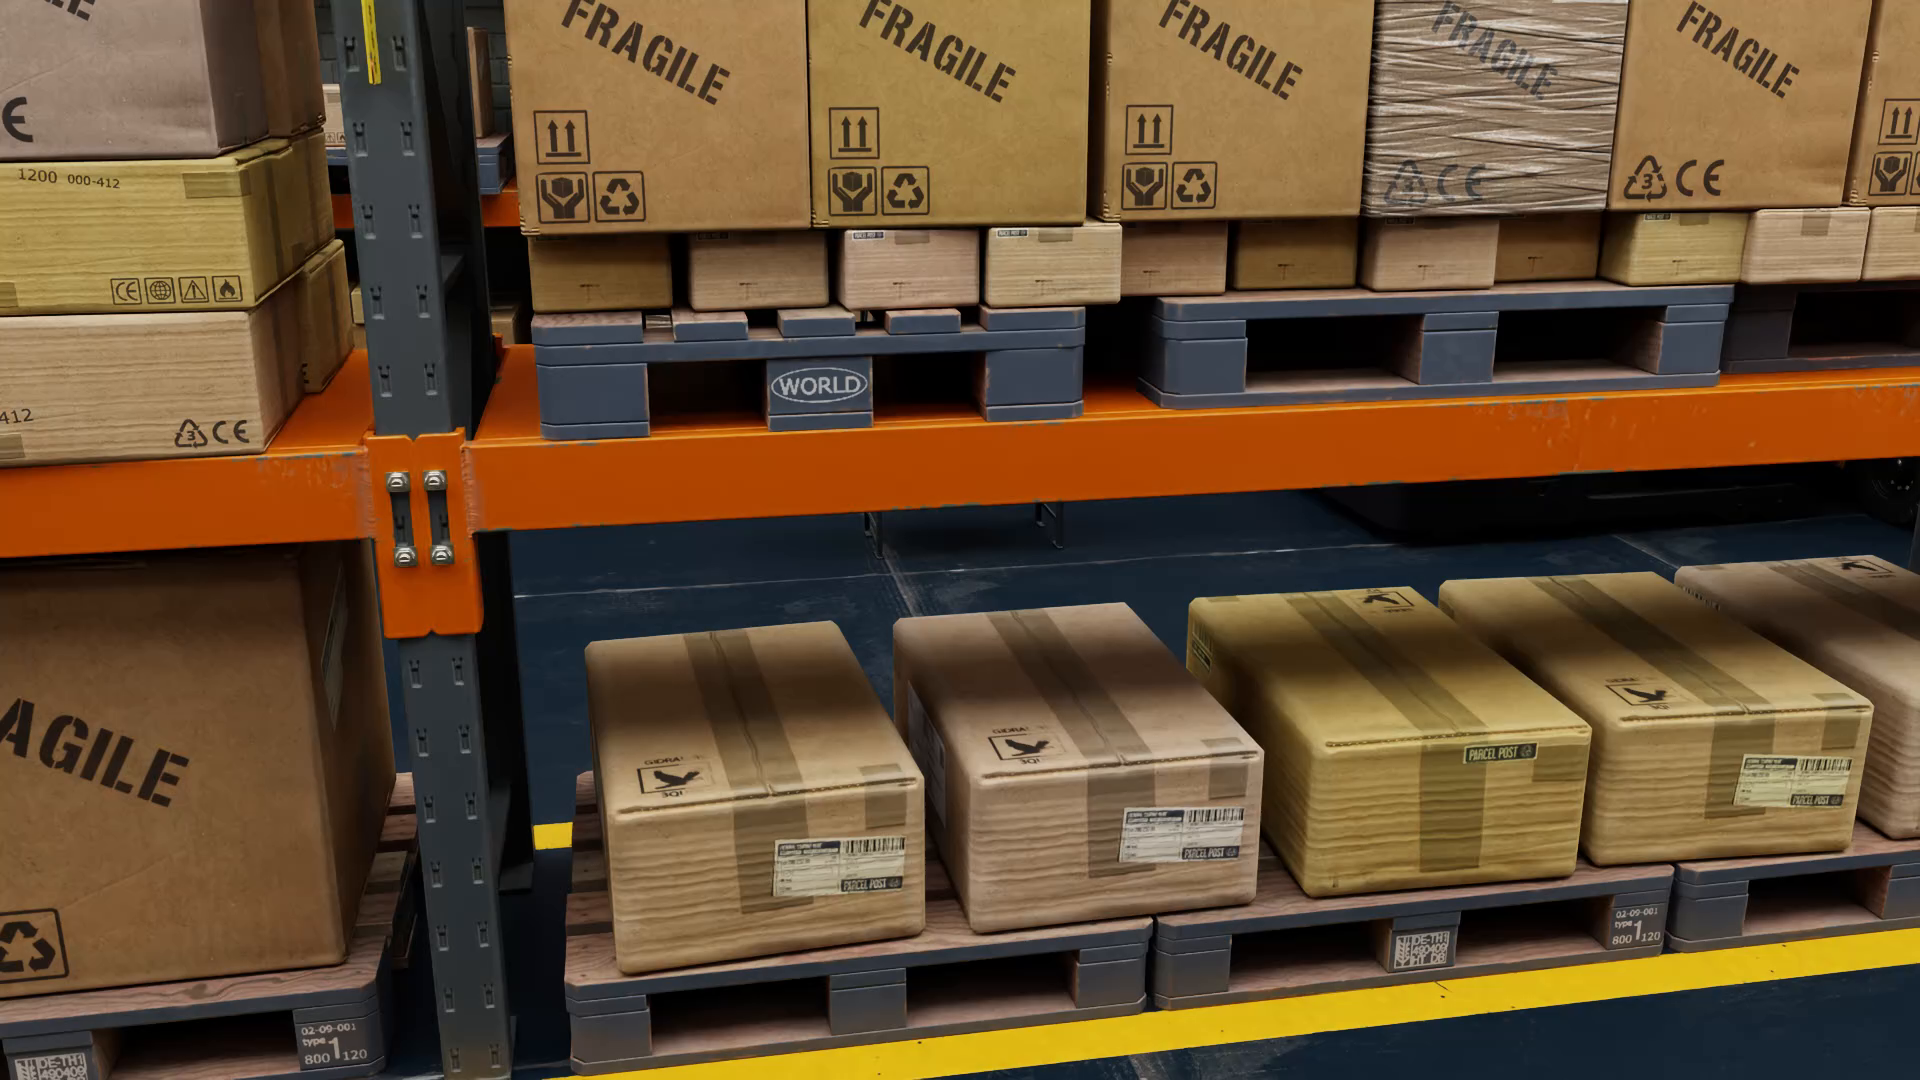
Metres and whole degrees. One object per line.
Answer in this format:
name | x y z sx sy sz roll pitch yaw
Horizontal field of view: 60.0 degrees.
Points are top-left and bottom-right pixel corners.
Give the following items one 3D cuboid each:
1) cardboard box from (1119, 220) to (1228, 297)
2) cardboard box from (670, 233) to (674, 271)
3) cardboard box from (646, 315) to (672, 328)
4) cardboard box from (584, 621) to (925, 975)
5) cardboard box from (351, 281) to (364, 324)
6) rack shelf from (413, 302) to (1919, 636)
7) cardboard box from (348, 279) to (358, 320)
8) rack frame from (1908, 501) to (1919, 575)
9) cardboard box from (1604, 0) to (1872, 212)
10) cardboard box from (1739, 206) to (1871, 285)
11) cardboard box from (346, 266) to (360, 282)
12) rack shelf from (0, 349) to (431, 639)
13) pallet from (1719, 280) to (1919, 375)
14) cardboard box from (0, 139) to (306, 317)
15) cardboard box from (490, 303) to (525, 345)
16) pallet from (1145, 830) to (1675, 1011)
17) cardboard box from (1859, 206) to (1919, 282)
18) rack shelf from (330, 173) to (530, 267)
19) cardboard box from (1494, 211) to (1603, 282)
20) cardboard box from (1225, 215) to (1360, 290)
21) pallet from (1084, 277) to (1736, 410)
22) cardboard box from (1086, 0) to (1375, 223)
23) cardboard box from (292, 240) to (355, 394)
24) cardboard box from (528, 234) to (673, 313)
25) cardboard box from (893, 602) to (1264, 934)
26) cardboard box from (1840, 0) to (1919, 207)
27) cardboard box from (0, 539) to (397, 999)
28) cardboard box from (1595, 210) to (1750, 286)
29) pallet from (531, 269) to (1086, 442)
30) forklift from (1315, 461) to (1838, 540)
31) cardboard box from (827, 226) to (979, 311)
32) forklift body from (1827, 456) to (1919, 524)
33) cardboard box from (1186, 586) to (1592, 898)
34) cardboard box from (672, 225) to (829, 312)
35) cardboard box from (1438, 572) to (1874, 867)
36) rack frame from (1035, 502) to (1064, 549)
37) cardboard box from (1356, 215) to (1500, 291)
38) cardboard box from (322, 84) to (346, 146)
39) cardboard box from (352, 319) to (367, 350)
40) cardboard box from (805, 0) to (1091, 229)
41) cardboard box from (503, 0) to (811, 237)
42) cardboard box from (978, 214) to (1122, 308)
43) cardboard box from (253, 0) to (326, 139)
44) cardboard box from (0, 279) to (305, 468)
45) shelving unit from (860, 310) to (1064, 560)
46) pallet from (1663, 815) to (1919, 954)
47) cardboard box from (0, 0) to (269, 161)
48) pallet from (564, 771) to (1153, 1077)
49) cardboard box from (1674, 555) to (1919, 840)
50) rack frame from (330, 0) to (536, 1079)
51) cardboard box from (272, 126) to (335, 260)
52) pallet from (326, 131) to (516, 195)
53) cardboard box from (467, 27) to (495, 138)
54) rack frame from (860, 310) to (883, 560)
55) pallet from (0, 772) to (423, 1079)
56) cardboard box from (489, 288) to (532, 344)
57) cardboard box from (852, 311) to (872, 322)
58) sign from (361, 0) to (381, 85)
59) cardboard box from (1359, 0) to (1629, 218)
cardboard box | 0.364 -0.594 3.348 0.250 0.149 0.380 -2 17 -7
cardboard box | -0.521 -0.698 3.687 0.250 0.149 0.380 -3 17 -10
cardboard box | -1.378 -1.022 8.360 0.625 0.625 0.875 -3 17 -9
cardboard box | -0.491 0.532 3.732 0.625 0.372 0.950 -4 18 -14
cardboard box | -2.692 -1.117 7.777 0.250 0.149 0.380 -4 18 -13
rack shelf | 0.916 -0.263 3.783 4.000 0.370 1.077 -3 17 -10
cardboard box | -2.959 -1.115 7.771 0.250 0.149 0.380 -4 17 -12
rack frame | 2.880 -0.718 4.040 0.127 3.000 1.000 -3 17 -10
cardboard box | 1.475 -0.962 3.442 0.500 0.500 0.500 -3 17 -9
cardboard box | 1.669 -0.641 3.502 0.250 0.149 0.380 -3 17 -10
cardboard box | -3.059 -1.259 8.238 0.250 0.149 0.380 -3 17 -10
rack shelf | -3.011 -0.040 3.058 4.000 0.370 1.077 -3 17 -10
pallet | 2.102 -0.626 4.067 1.213 0.211 1.003 -3 17 -10
cardboard box | -1.475 -0.562 2.937 0.500 0.250 0.500 -3 17 -11
cardboard box | -2.367 -0.846 8.000 0.500 0.500 0.500 -3 17 -9
pallet | 0.915 0.728 4.083 1.213 0.211 1.003 -3 17 -10
cardboard box | 1.918 -0.656 3.552 0.250 0.149 0.380 -4 17 -11
rack shelf | -3.957 -1.471 7.716 4.000 0.370 1.077 -3 17 -10
cardboard box | 1.144 -0.653 3.540 0.250 0.149 0.380 -4 17 -12
cardboard box | 0.634 -0.621 3.436 0.250 0.149 0.380 -3 17 -8
pallet | 0.888 -0.526 3.741 1.213 0.211 1.003 -3 17 -10
cardboard box | 0.469 -0.907 3.263 0.500 0.500 0.500 -3 17 -10
cardboard box | -1.576 -0.469 3.484 0.500 0.250 0.500 -4 17 -11
cardboard box | -0.693 -0.540 3.175 0.250 0.149 0.380 -4 18 -14
cardboard box | 0.232 0.488 3.874 0.625 0.372 0.950 -4 17 -12
cardboard box | 1.983 -0.989 3.530 0.500 0.500 0.500 -3 17 -10
cardboard box | -1.742 0.334 3.518 0.875 0.875 0.875 -3 17 -11
cardboard box | 1.423 -0.638 3.492 0.250 0.149 0.380 -3 17 -10
pallet | -0.368 -0.474 3.572 1.003 0.211 1.213 -3 17 -10
forklift | 3.068 -1.618 7.087 3.031 2.935 1.130 -4 18 -14
cardboard box | -0.132 -0.548 3.201 0.250 0.149 0.380 -4 18 -14
forklift body | 4.346 -1.334 7.492 1.214 2.155 2.313 -3 17 -10
cardboard box | 0.978 0.448 4.006 0.625 0.372 0.950 -3 17 -9
cardboard box | -0.409 -0.546 3.194 0.250 0.149 0.380 -4 18 -14
cardboard box | 1.660 0.408 4.134 0.625 0.372 0.950 -2 17 -7
rack frame | 0.366 -0.738 6.659 0.023 1.500 0.400 -3 17 -10
cardboard box | 0.903 -0.616 3.422 0.250 0.149 0.380 -3 17 -9
cardboard box | -2.967 -1.903 7.438 0.500 0.250 0.500 -4 18 -13
cardboard box | -2.861 -0.821 7.919 0.500 0.500 0.500 -4 17 -11
cardboard box | -0.052 -0.875 3.161 0.500 0.500 0.500 -2 17 -8
cardboard box | -0.562 -0.844 3.059 0.500 0.500 0.500 -4 17 -12
cardboard box | 0.142 -0.558 3.231 0.250 0.149 0.380 -3 17 -10
cardboard box | -1.578 -1.064 3.294 0.500 0.500 0.500 -4 17 -12
cardboard box | -1.495 -0.320 3.002 0.500 0.250 0.500 -4 17 -12
shelving unit | 0.007 -0.717 6.593 0.755 1.500 0.431 -3 17 -10
pallet | 2.116 0.659 4.307 1.213 0.211 1.003 -3 17 -10
cardboard box | -1.506 -0.917 2.814 0.500 0.500 0.500 -4 17 -12
pallet | -0.280 0.795 3.865 1.213 0.211 1.003 -3 17 -10
cardboard box | 2.365 0.367 4.267 0.625 0.372 0.950 -3 17 -10
rack frame | -1.048 -0.495 3.315 0.127 3.000 1.000 -3 17 -10
cardboard box | -1.592 -0.705 3.404 0.500 0.250 0.500 -3 17 -11
pallet | -2.645 -1.776 7.812 1.003 0.211 1.213 -3 17 -10
cardboard box | -2.528 -2.191 7.950 0.500 0.500 0.500 -2 17 -8
rack frame | -0.353 -0.697 6.526 0.023 1.500 0.400 -3 17 -10
pallet | -1.836 0.860 3.652 1.213 0.211 1.003 -3 17 -10
cardboard box | -2.460 -0.989 8.465 0.500 0.500 0.500 -3 17 -8
cardboard box | -0.738 -1.061 8.486 0.625 0.625 0.875 -3 17 -9
sign | -0.939 -0.889 2.625 0.005 0.325 0.100 -3 17 -10
cardboard box | 0.961 -0.932 3.347 0.500 0.500 0.500 -4 18 -13
